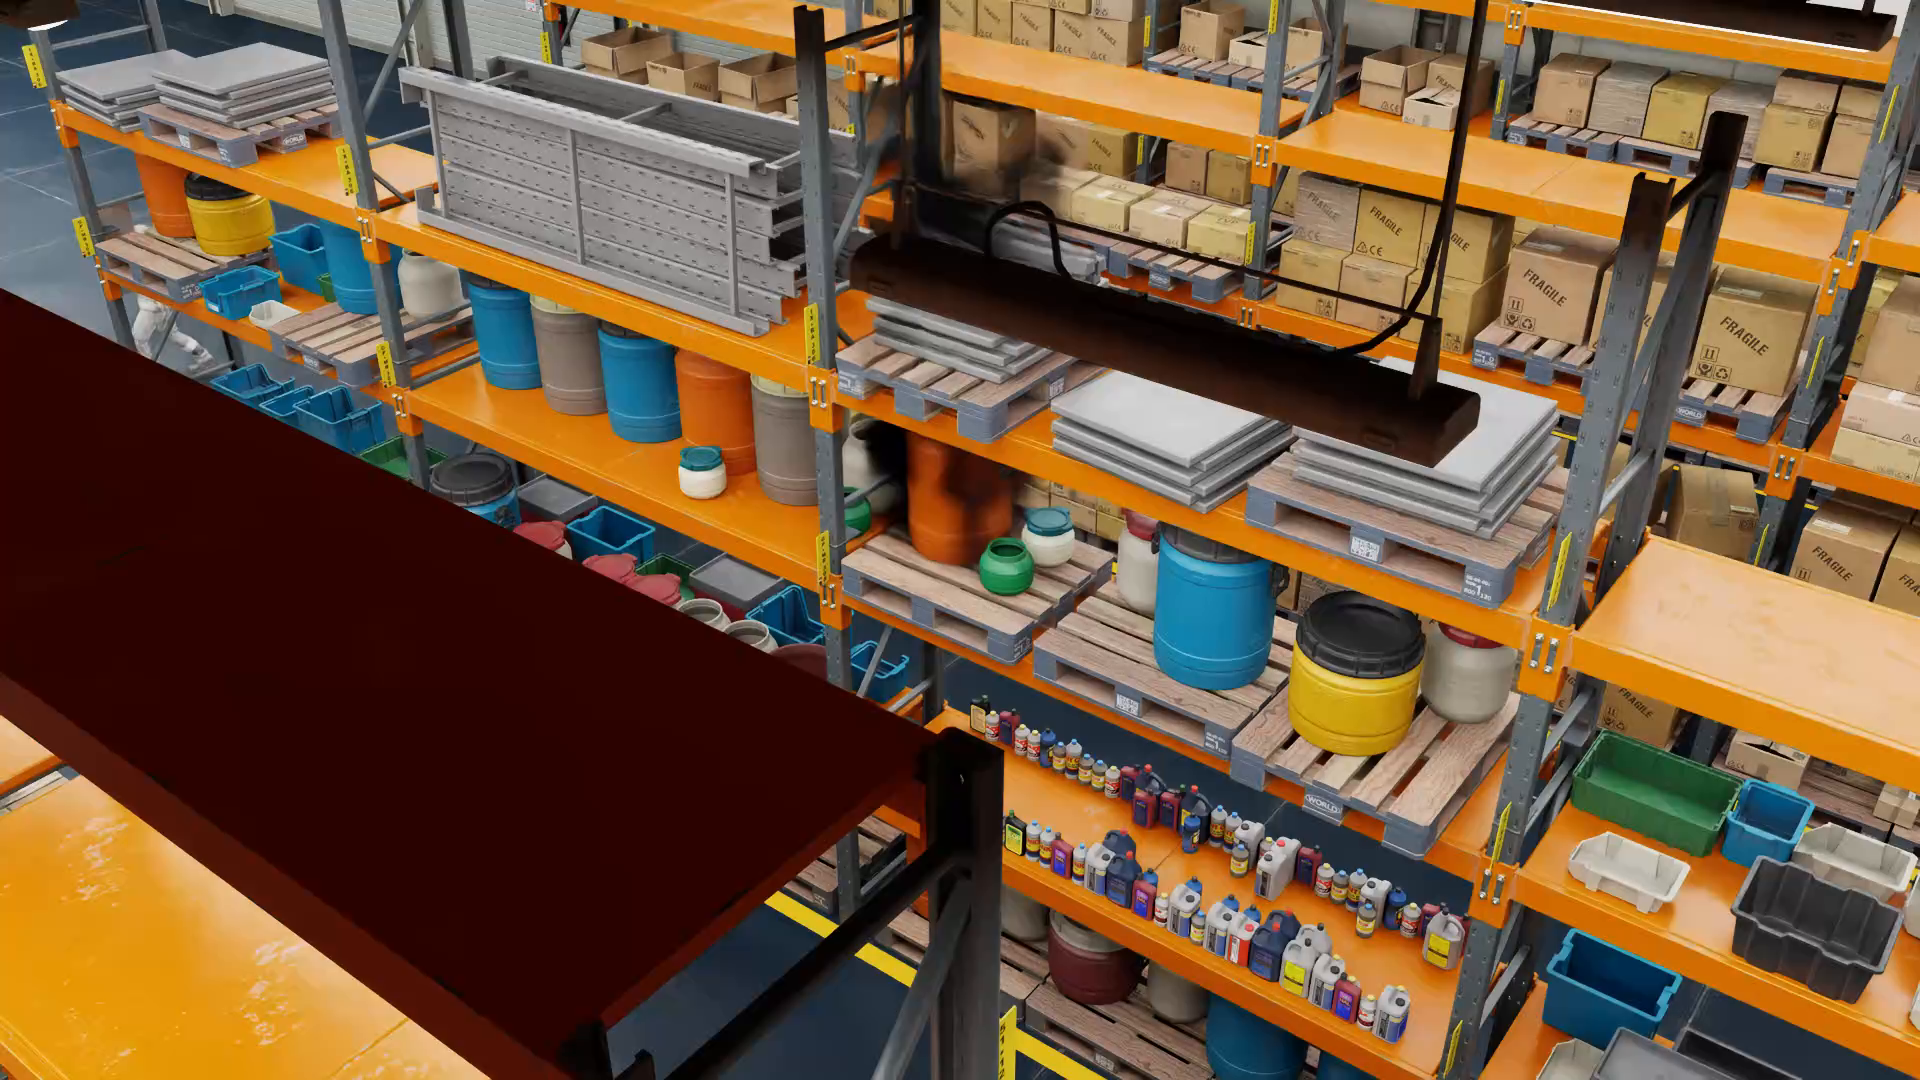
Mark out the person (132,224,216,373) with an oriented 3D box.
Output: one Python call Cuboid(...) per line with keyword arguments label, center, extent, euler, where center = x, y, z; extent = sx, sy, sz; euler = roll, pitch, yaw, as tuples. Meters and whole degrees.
Cuboid(label="person", center=(-8.524, -2.453, 17.599), extent=(0.893, 1.812, 0.669), euler=(-12, 34, -19))
